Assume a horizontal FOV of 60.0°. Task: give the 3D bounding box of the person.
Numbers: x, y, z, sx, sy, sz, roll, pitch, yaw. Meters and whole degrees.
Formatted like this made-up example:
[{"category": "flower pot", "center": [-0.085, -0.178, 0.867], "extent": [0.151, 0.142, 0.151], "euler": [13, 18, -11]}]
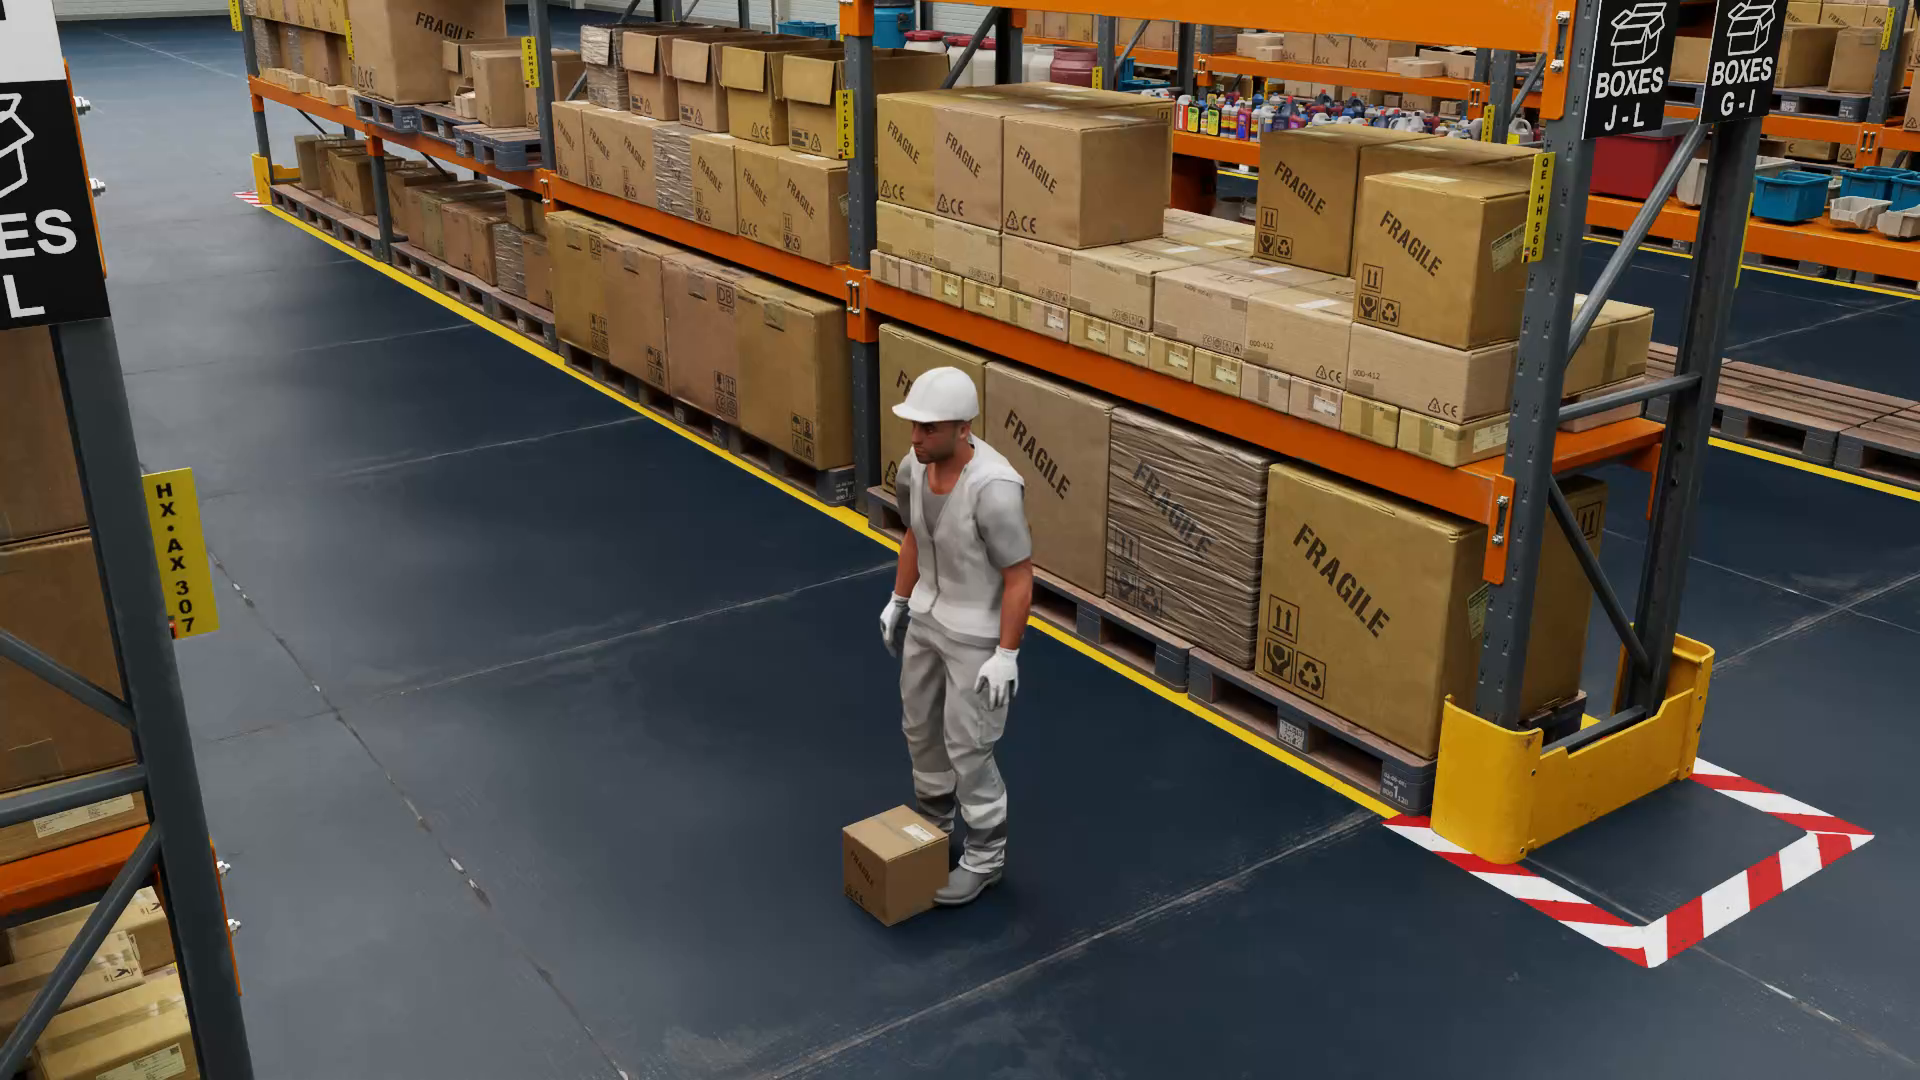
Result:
[{"category": "person", "center": [-0.023, 0.304, 5.280], "extent": [0.446, 1.777, 0.620], "euler": [-16, 26, -36]}]
